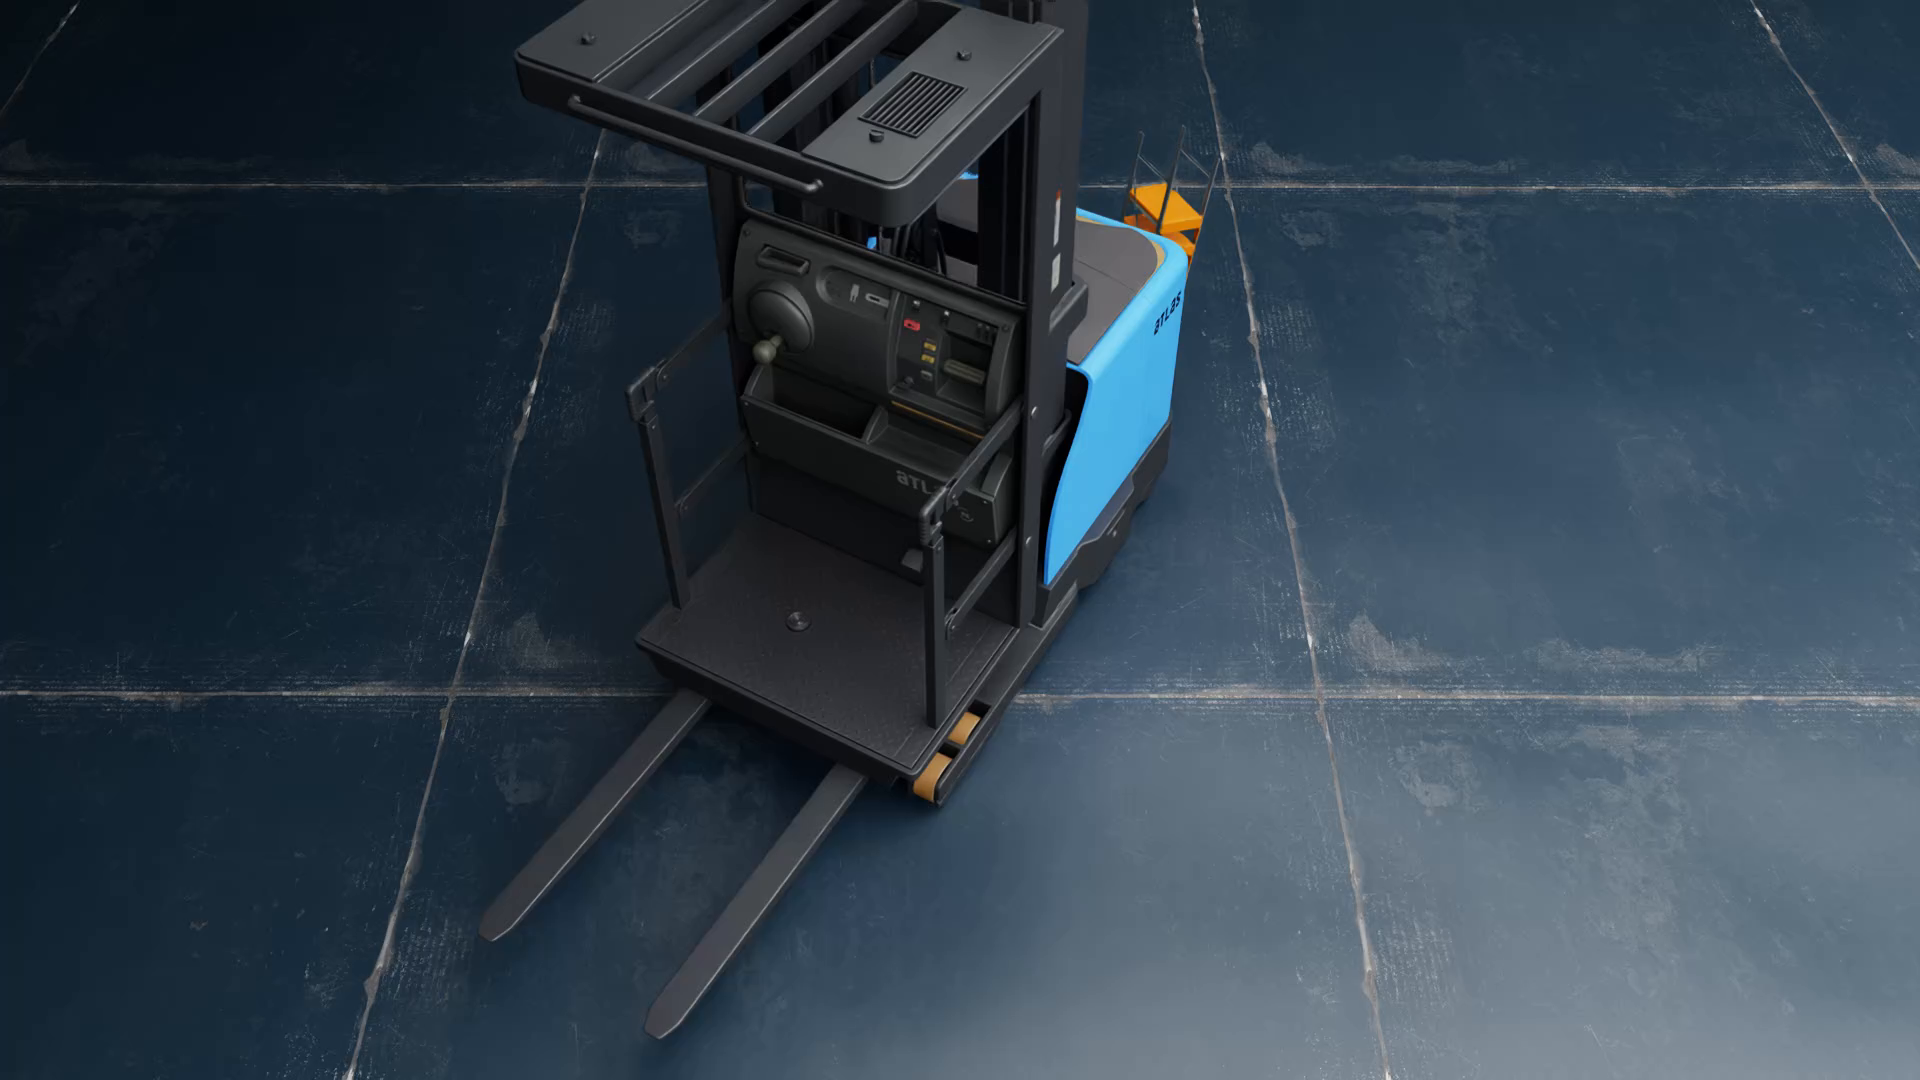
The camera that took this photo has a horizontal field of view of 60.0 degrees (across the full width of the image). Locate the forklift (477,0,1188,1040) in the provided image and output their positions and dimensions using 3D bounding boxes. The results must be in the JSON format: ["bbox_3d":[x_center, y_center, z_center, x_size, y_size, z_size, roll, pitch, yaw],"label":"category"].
[{"bbox_3d":[-0.371,-0.531,4.741,1.130,2.935,3.031,23,51,20],"label":"forklift"}]

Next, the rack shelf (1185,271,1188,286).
[{"bbox_3d":[0.710,-1.025,6.271,0.180,0.103,0.258,-14,48,-25],"label":"rack shelf"}]

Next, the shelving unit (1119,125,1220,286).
[{"bbox_3d":[0.699,-0.970,6.322,0.189,1.200,0.258,-14,48,-25],"label":"shelving unit"}]

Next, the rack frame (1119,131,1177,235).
[{"bbox_3d":[0.619,-0.949,6.283,0.006,1.200,0.240,-14,48,-25],"label":"rack frame"}]

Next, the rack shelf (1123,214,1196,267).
[{"bbox_3d":[0.726,-1.112,6.190,0.180,0.103,0.258,-14,48,-25],"label":"rack shelf"}]

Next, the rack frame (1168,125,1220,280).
[{"bbox_3d":[0.779,-0.991,6.361,0.006,1.200,0.240,-14,48,-25],"label":"rack frame"}]

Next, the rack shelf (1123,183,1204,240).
[{"bbox_3d":[0.743,-1.199,6.109,0.180,0.103,0.258,-14,48,-25],"label":"rack shelf"}]
